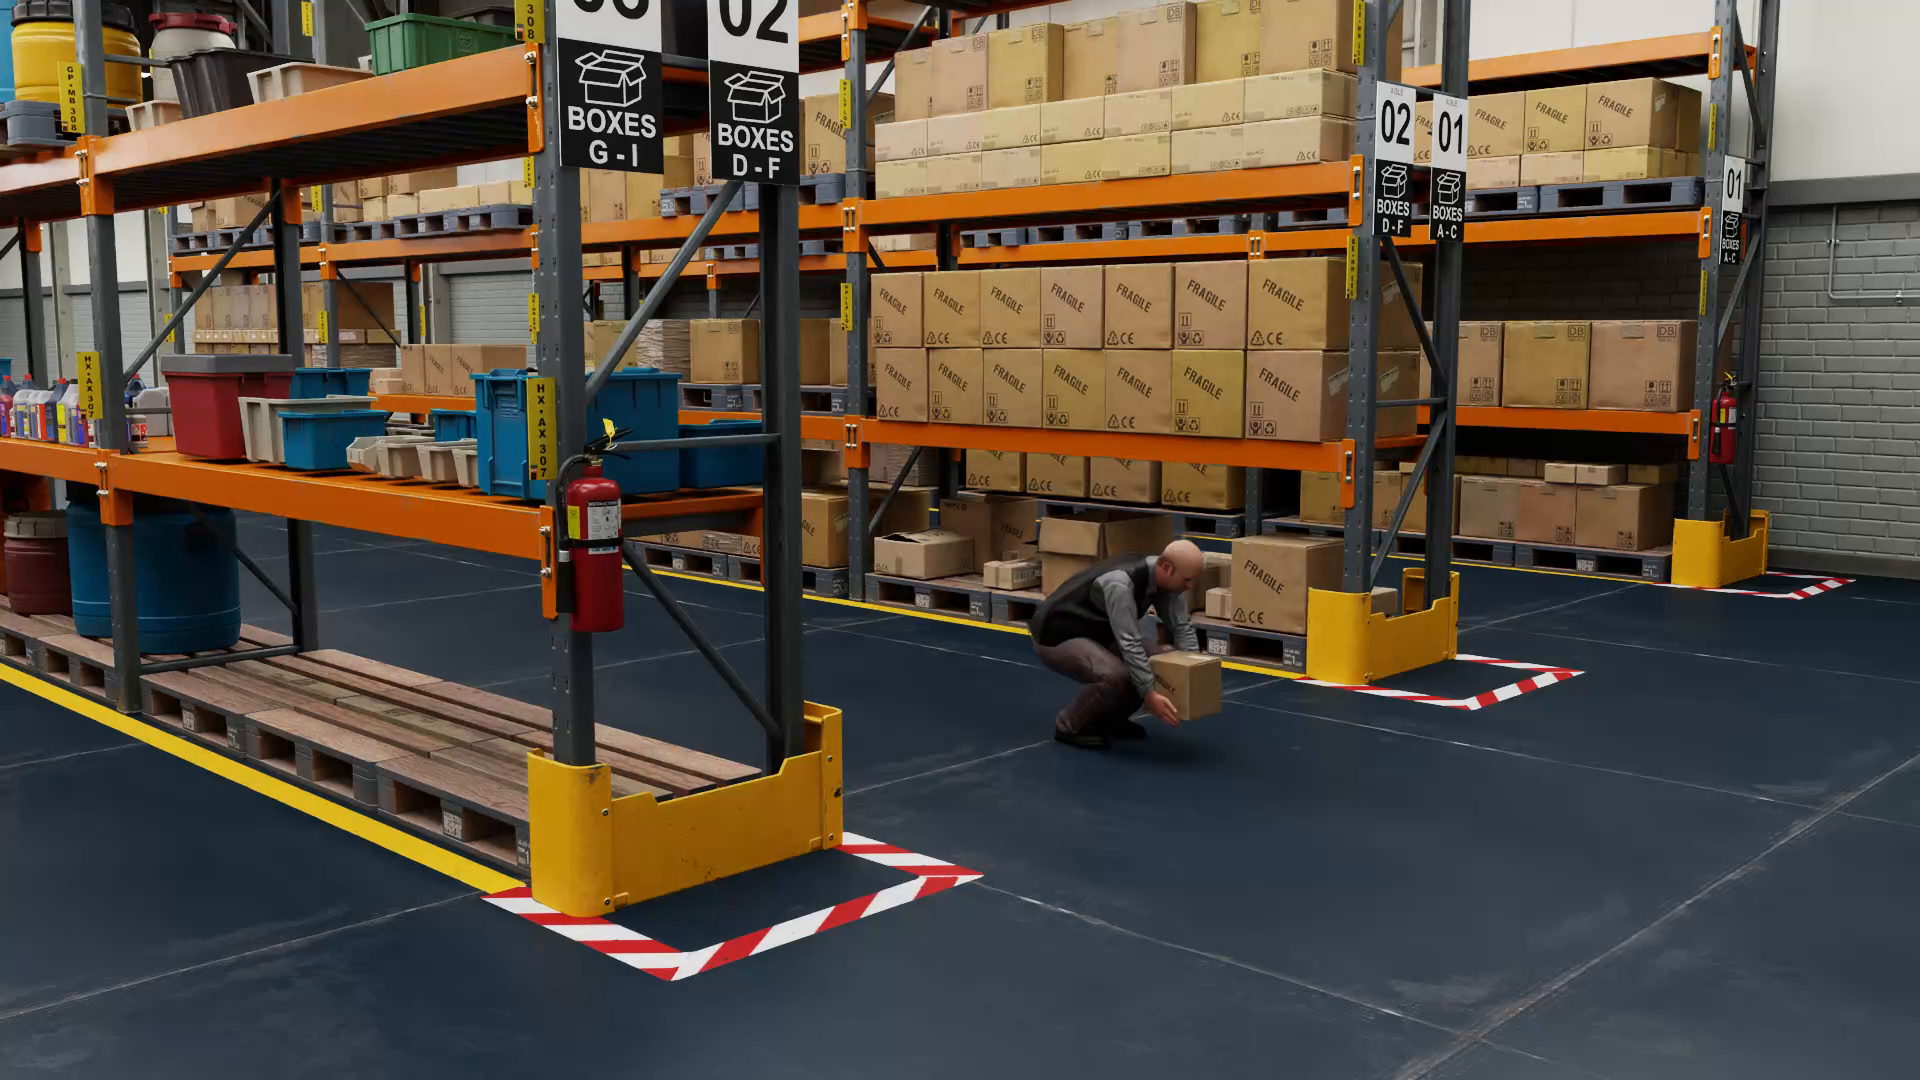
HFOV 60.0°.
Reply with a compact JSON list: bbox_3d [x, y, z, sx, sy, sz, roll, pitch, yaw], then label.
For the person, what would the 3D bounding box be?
[{"bbox_3d":[0.756,0.461,7.685,0.872,0.976,0.540,7,10,43],"label":"person"}]
